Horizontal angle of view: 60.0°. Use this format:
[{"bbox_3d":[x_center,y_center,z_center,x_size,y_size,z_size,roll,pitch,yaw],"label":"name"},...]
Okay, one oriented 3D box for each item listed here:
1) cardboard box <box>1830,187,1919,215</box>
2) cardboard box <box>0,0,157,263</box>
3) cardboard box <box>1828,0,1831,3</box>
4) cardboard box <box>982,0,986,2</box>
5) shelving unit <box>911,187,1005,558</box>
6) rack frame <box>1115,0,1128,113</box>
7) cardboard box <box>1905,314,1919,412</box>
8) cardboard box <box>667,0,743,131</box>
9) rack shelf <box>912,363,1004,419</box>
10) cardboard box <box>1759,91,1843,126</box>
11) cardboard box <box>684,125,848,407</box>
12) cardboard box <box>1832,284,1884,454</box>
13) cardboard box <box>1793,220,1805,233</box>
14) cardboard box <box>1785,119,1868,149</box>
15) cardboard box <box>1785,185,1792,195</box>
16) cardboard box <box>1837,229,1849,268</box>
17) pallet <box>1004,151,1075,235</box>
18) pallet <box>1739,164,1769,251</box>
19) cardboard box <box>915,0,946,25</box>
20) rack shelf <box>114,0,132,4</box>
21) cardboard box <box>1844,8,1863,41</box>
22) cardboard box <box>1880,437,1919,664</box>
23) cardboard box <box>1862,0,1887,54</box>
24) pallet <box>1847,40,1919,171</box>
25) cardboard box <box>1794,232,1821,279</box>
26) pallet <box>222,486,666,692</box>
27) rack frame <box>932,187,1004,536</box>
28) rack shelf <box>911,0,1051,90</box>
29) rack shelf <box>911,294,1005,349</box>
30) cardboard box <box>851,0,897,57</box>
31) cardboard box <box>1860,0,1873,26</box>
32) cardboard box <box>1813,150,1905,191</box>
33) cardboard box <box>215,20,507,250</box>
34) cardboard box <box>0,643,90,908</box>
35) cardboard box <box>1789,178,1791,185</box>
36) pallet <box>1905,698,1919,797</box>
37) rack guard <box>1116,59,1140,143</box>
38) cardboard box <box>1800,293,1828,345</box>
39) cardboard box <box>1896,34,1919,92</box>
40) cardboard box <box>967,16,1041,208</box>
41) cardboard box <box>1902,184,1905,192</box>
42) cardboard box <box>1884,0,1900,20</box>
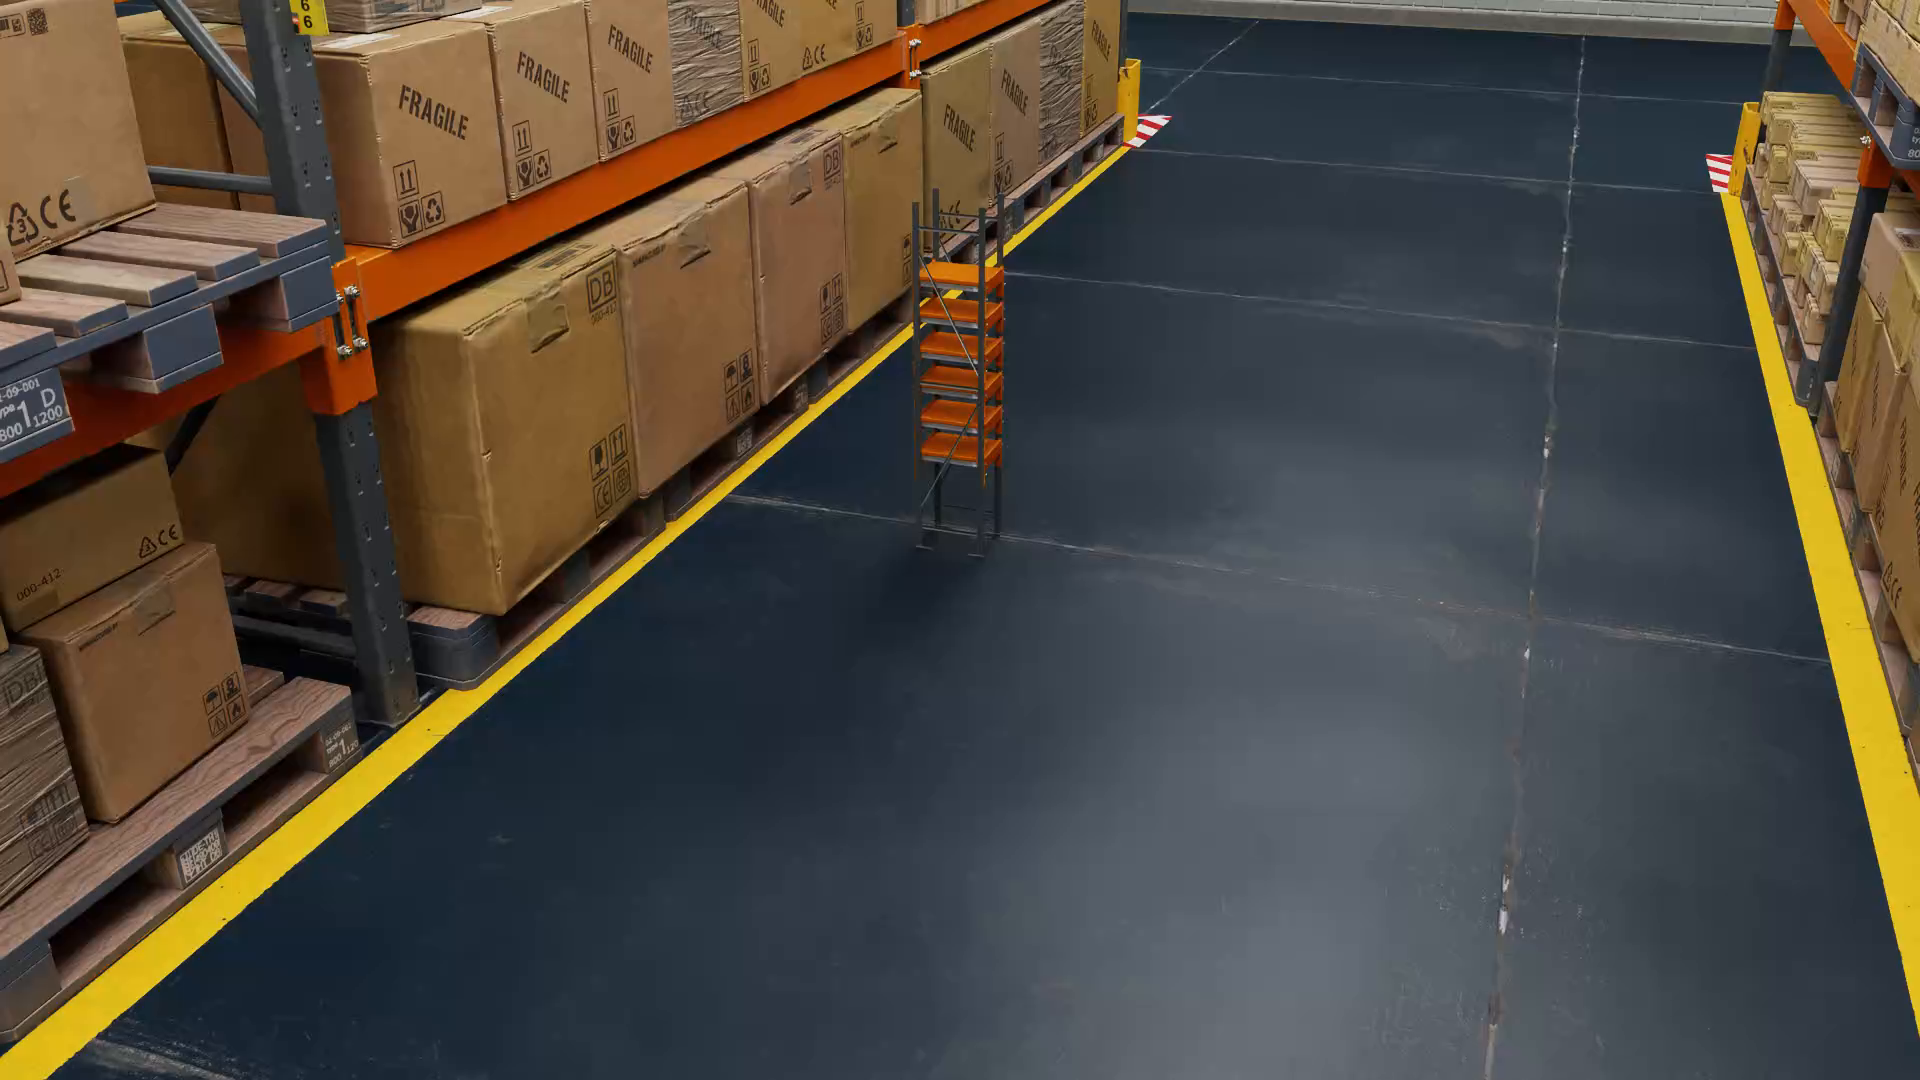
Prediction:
[{"bbox_3d":[4.105,-1.462,7.435,0.380,0.149,0.250,10,27,19],"label":"cardboard box"},{"bbox_3d":[-2.169,-0.918,3.608,0.500,0.500,0.500,5,26,11],"label":"cardboard box"},{"bbox_3d":[4.497,-2.695,8.163,0.380,0.149,0.250,8,27,16],"label":"cardboard box"},{"bbox_3d":[-0.023,-2.841,8.463,0.380,0.149,0.250,8,27,16],"label":"cardboard box"},{"bbox_3d":[-0.005,-0.534,5.476,0.258,1.200,0.189,9,27,17],"label":"shelving unit"},{"bbox_3d":[0.635,-4.200,10.982,1.000,3.000,0.127,9,27,17],"label":"rack frame"},{"bbox_3d":[3.104,-0.503,4.873,0.500,0.250,0.500,10,28,19],"label":"cardboard box"},{"bbox_3d":[-1.104,-1.746,5.799,0.500,0.500,0.500,9,27,18],"label":"cardboard box"},{"bbox_3d":[-0.005,-0.494,5.496,0.258,0.103,0.180,9,27,17],"label":"rack shelf"},{"bbox_3d":[4.784,-2.446,9.468,0.380,0.149,0.250,8,27,15],"label":"cardboard box"},{"bbox_3d":[-1.186,-1.155,6.650,1.225,0.875,0.875,8,27,16],"label":"cardboard box"},{"bbox_3d":[3.452,-0.594,5.921,0.500,0.500,0.500,10,28,19],"label":"cardboard box"},{"bbox_3d":[4.252,-1.434,8.060,0.380,0.149,0.250,9,27,18],"label":"cardboard box"},{"bbox_3d":[4.597,-2.117,8.787,0.380,0.149,0.250,7,27,15],"label":"cardboard box"},{"bbox_3d":[4.533,-1.746,8.703,0.380,0.149,0.250,9,27,18],"label":"cardboard box"},{"bbox_3d":[3.821,-1.153,6.796,0.380,0.149,0.250,10,27,19],"label":"cardboard box"},{"bbox_3d":[0.035,-2.105,9.855,1.003,0.211,1.213,9,27,17],"label":"pallet"},{"bbox_3d":[4.950,-1.824,9.275,1.003,0.211,1.213,9,27,17],"label":"pallet"},{"bbox_3d":[-0.284,-2.516,7.793,0.380,0.149,0.250,9,27,18],"label":"cardboard box"},{"bbox_3d":[-4.701,-3.772,10.925,1.077,0.370,4.000,9,27,17],"label":"rack shelf"},{"bbox_3d":[4.122,-2.275,7.294,0.380,0.149,0.250,8,27,15],"label":"cardboard box"},{"bbox_3d":[2.926,0.044,4.604,0.500,0.500,0.500,8,27,15],"label":"cardboard box"},{"bbox_3d":[3.383,-1.776,5.782,0.380,0.149,0.250,7,27,15],"label":"cardboard box"},{"bbox_3d":[3.556,-1.416,5.452,1.003,0.211,1.213,9,27,17],"label":"pallet"},{"bbox_3d":[3.904,-1.236,7.309,0.380,0.149,0.250,8,27,16],"label":"cardboard box"},{"bbox_3d":[-1.693,0.030,5.446,1.003,0.211,1.213,9,27,17],"label":"pallet"},{"bbox_3d":[0.026,-0.572,5.554,0.240,1.200,0.006,9,27,17],"label":"rack frame"},{"bbox_3d":[-0.030,-3.054,9.441,1.077,0.370,4.000,9,27,17],"label":"rack shelf"},{"bbox_3d":[-0.005,-0.710,5.391,0.258,0.103,0.180,9,27,17],"label":"rack shelf"},{"bbox_3d":[-0.594,-2.369,7.086,0.500,0.500,0.500,9,27,18],"label":"cardboard box"},{"bbox_3d":[3.843,-2.214,6.424,0.500,0.500,0.500,9,27,18],"label":"cardboard box"},{"bbox_3d":[4.372,-1.786,8.103,0.380,0.149,0.250,9,27,18],"label":"cardboard box"},{"bbox_3d":[-1.608,-1.117,4.501,0.500,0.500,0.500,10,27,19],"label":"cardboard box"},{"bbox_3d":[-2.403,0.523,3.591,0.700,0.500,0.500,6,27,13],"label":"cardboard box"},{"bbox_3d":[4.534,-1.870,8.619,0.380,0.149,0.250,7,27,15],"label":"cardboard box"},{"bbox_3d":[2.878,0.783,3.891,1.003,0.211,1.213,9,27,17],"label":"pallet"},{"bbox_3d":[0.643,-3.085,11.547,1.175,0.500,0.348,9,27,17],"label":"rack guard"},{"bbox_3d":[3.757,-0.912,6.980,0.380,0.149,0.250,9,27,18],"label":"cardboard box"},{"bbox_3d":[3.125,-1.456,5.121,0.380,0.149,0.250,9,27,18],"label":"cardboard box"},{"bbox_3d":[-0.101,-2.418,9.258,0.875,0.875,0.875,9,27,17],"label":"cardboard box"},{"bbox_3d":[5.015,-1.911,8.703,0.380,0.149,0.250,8,27,17],"label":"cardboard box"},{"bbox_3d":[3.299,-1.803,5.497,0.380,0.149,0.250,8,27,16],"label":"cardboard box"}]
